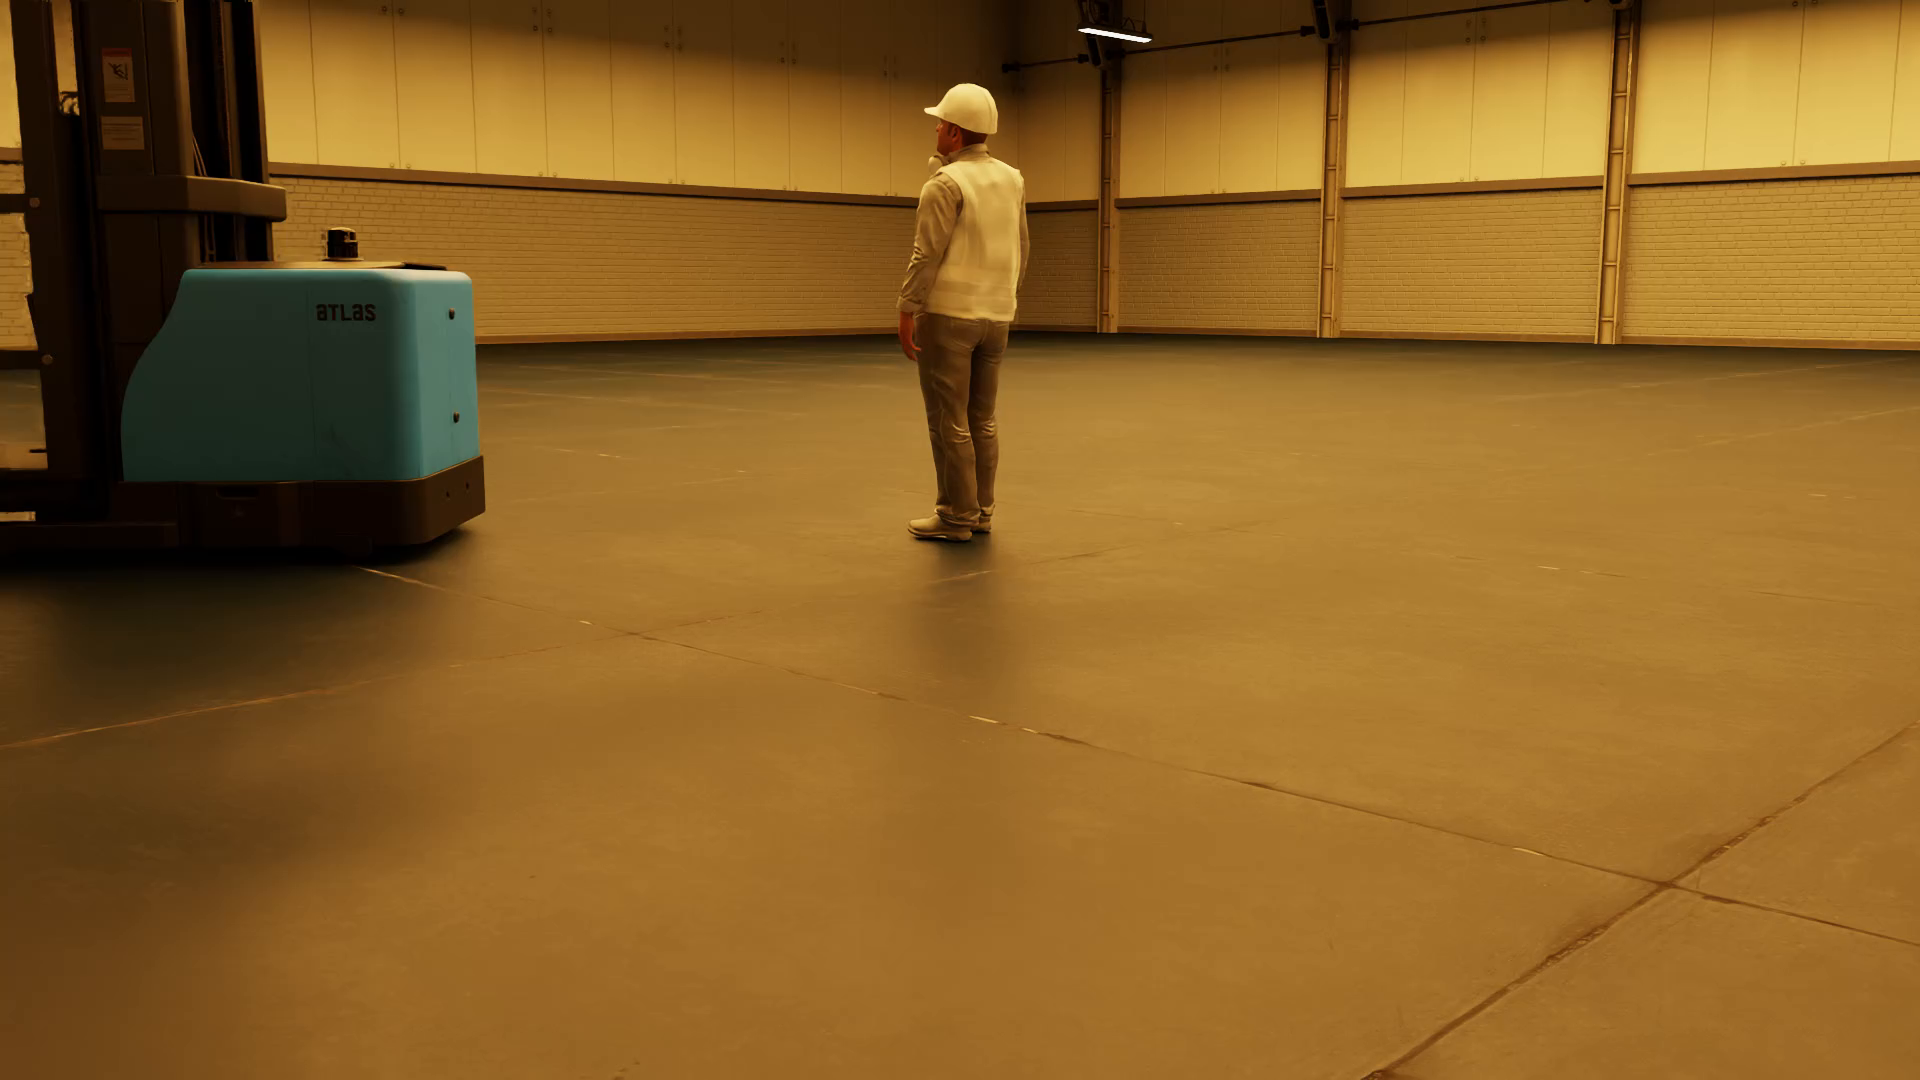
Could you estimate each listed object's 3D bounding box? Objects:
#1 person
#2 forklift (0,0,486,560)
[{"bbox_3d":[-0.040,-0.891,6.633,0.566,1.775,0.633,8,12,43],"label":"person"},{"bbox_3d":[-3.505,-1.427,6.348,3.031,2.935,1.130,0,9,-2],"label":"forklift"}]
